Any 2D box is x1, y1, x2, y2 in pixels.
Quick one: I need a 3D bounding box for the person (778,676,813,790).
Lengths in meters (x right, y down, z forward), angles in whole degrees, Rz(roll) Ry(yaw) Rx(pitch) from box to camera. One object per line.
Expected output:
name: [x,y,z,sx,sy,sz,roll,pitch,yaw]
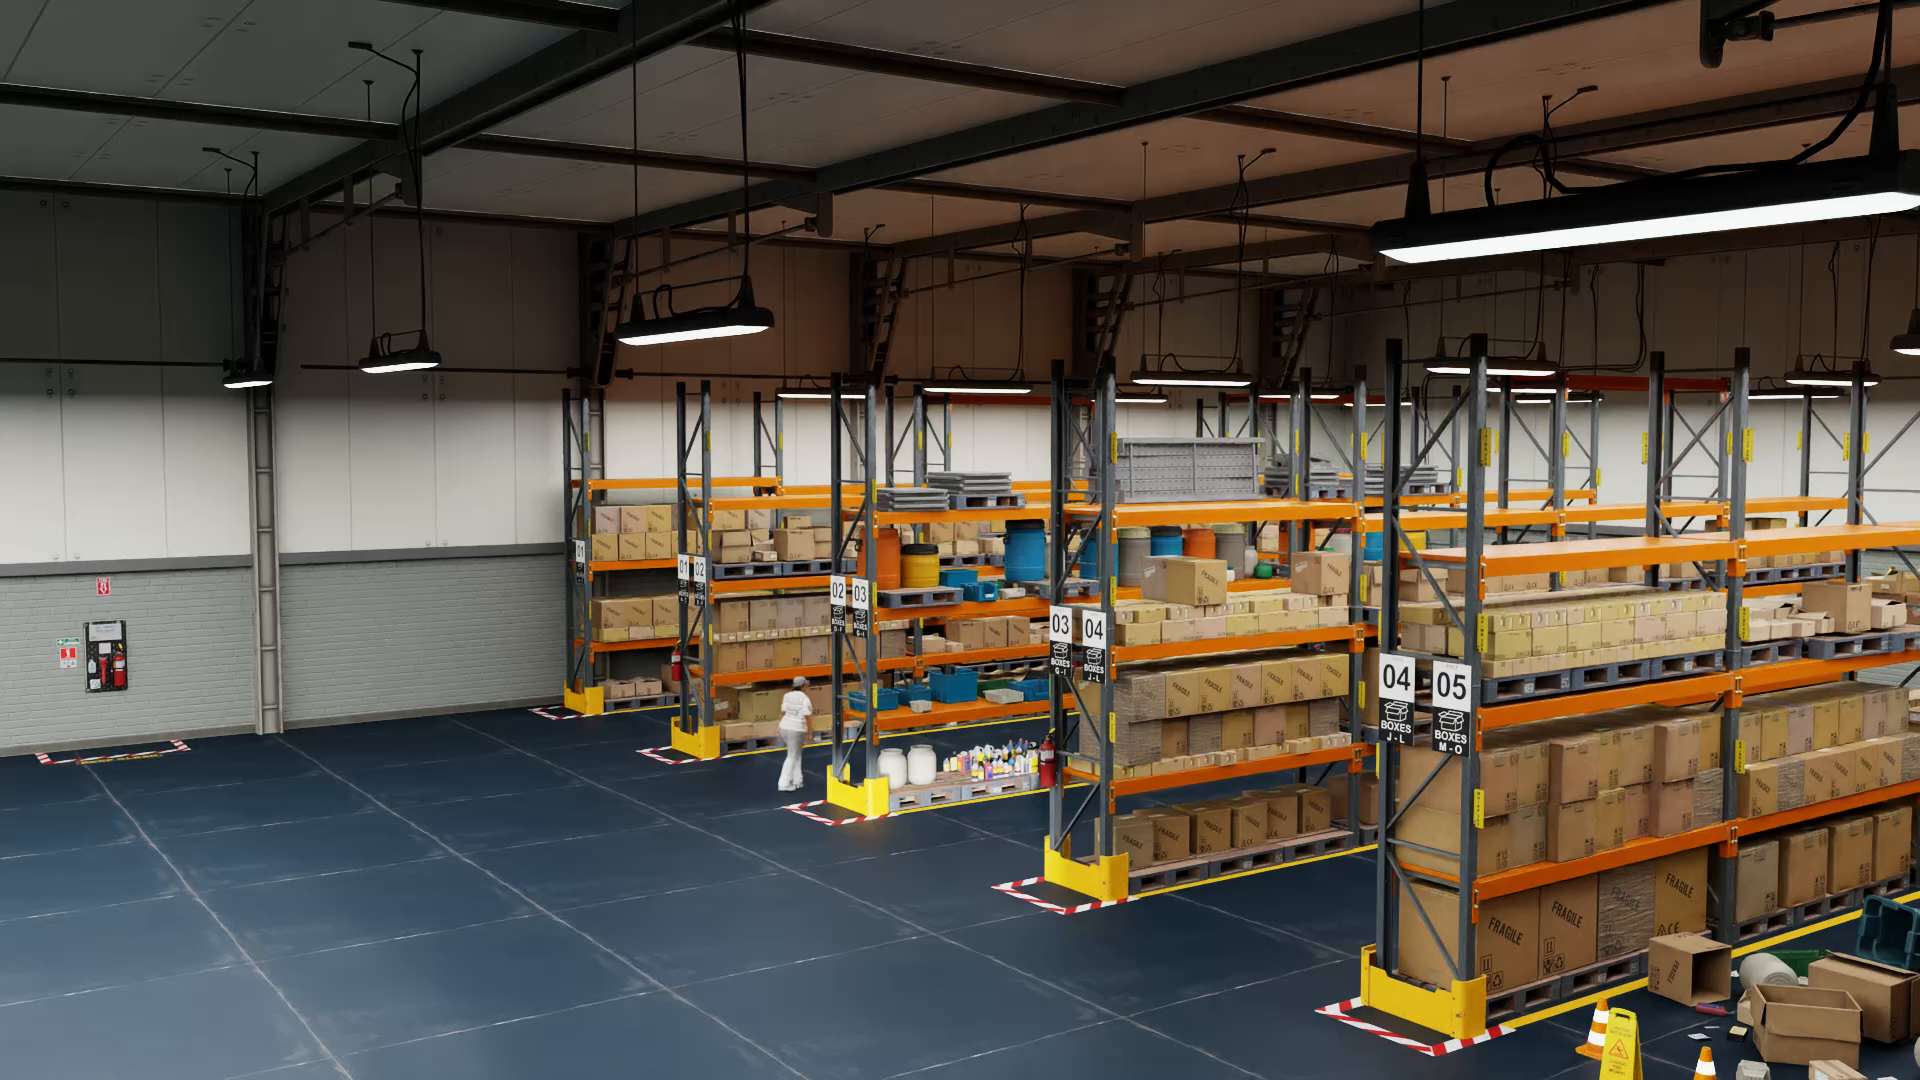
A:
person: [-2.386,2.823,24.057,0.606,1.712,0.508,-3,5,-42]
